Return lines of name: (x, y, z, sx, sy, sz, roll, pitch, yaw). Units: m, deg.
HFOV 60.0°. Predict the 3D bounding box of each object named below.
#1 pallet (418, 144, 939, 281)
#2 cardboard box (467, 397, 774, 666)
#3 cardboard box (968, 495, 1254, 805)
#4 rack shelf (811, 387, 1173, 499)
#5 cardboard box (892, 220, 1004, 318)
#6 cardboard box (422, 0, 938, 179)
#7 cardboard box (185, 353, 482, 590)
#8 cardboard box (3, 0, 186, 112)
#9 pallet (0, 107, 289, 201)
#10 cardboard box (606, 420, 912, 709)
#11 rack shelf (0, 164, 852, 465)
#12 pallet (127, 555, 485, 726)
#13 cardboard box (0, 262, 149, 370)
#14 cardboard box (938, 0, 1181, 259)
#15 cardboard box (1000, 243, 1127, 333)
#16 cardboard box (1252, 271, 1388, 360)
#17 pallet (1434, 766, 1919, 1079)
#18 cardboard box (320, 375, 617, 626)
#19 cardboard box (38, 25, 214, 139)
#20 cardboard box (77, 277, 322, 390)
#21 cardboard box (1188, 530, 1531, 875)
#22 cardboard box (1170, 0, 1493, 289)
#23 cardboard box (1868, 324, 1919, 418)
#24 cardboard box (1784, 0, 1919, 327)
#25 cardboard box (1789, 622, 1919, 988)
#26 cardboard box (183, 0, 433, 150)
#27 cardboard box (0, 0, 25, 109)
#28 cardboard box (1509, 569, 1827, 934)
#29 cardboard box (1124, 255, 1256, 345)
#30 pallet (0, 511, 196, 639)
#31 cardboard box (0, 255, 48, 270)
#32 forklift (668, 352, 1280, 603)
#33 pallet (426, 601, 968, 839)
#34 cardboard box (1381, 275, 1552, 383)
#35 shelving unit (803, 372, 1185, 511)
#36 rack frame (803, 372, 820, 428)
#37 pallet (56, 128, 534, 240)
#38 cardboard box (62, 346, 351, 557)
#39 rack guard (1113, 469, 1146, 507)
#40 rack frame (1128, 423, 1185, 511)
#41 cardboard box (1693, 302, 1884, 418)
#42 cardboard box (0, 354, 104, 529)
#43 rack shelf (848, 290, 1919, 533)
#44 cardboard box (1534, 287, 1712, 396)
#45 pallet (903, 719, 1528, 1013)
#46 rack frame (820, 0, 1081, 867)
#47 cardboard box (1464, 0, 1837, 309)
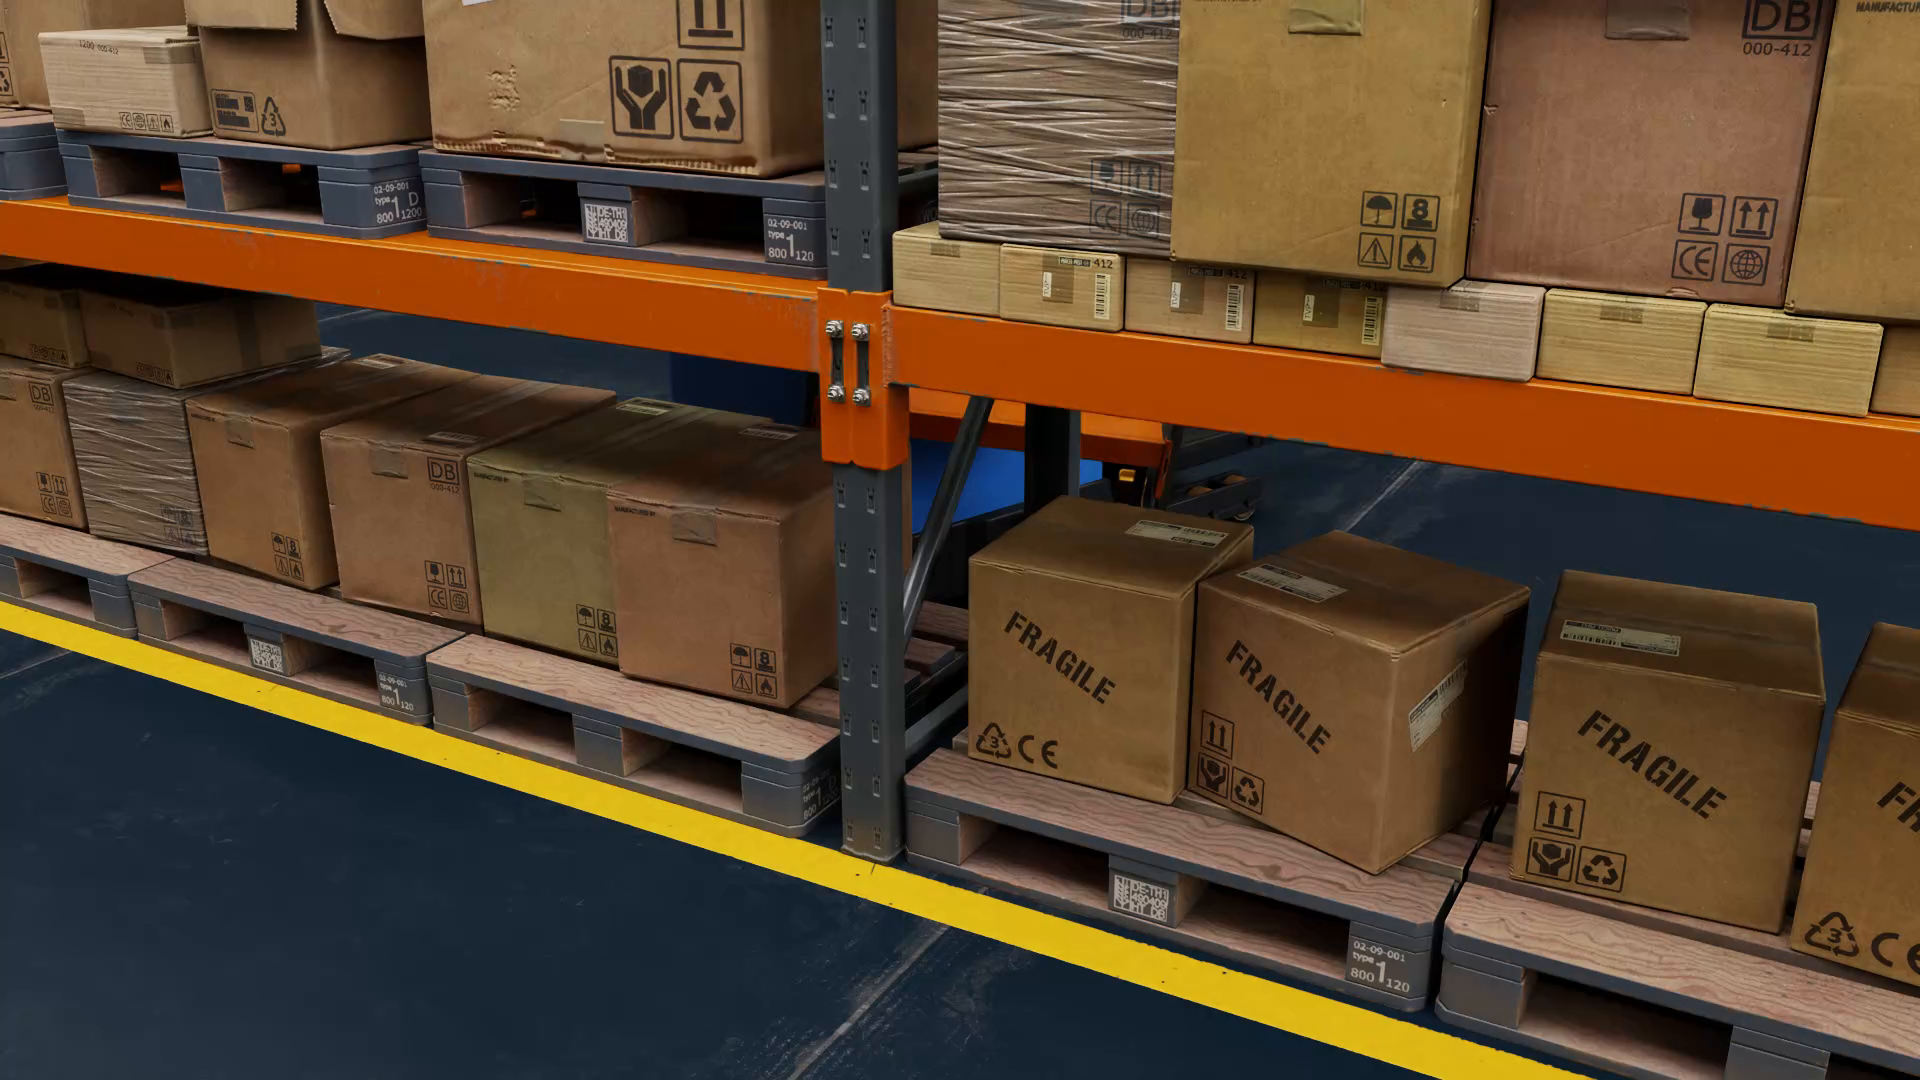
pallet: (-0.574, -0.901, 4.232, 1.213, 0.211, 1.003, 11, 23, 27)
cardboard box: (-0.910, -0.046, 4.614, 0.500, 0.500, 0.700, 11, 22, 27)
cardboard box: (0.352, 0.235, 3.868, 0.500, 0.500, 0.500, 10, 22, 26)
rack shelf: (0.092, -0.391, 4.847, 1.000, 0.185, 0.538, 7, 32, -2)
cardboard box: (0.064, -0.578, 3.427, 0.250, 0.149, 0.380, 11, 23, 27)
cardboard box: (-0.603, -1.474, 4.035, 1.000, 1.000, 1.000, 11, 23, 28)
cardboard box: (-1.886, -0.232, 5.126, 0.500, 0.500, 0.700, 13, 24, 32)
cardboard box: (-2.442, -1.590, 5.086, 0.500, 0.500, 0.700, 15, 25, 35)
pallet: (-2.795, -1.309, 5.357, 1.003, 0.211, 1.213, 11, 23, 27)
cardboard box: (-0.503, 0.039, 4.380, 0.500, 0.500, 0.700, 9, 22, 23)
rack shelf: (-1.723, -0.815, 4.769, 4.000, 0.370, 1.077, 11, 23, 27)
pallet: (-1.727, 0.158, 5.119, 1.213, 0.211, 1.003, 11, 23, 27)
cardboard box: (-2.870, -0.768, 5.504, 0.500, 0.250, 0.500, 12, 23, 29)
cardboard box: (0.385, -0.915, 3.405, 0.500, 0.500, 0.875, 11, 23, 27)
cardboard box: (0.276, -0.532, 3.302, 0.250, 0.149, 0.380, 11, 23, 27)
cardboard box: (0.730, -0.460, 3.103, 0.250, 0.149, 0.380, 11, 23, 27)
pallet: (1.696, 0.794, 3.368, 1.213, 0.211, 1.003, 11, 23, 27)
cardboard box: (-1.399, -0.139, 4.870, 0.500, 0.500, 0.700, 9, 22, 23)
cardboard box: (-2.118, -1.266, 4.560, 0.500, 0.250, 0.500, 10, 22, 26)
cardboard box: (-2.402, -0.683, 5.269, 0.500, 0.250, 0.500, 14, 24, 33)
cardboard box: (0.856, 0.328, 3.612, 0.500, 0.500, 0.500, -17, 26, -39)
cardboard box: (0.805, -0.821, 3.147, 0.500, 0.500, 0.875, 11, 23, 27)
cardboard box: (1.620, -0.304, 2.673, 0.250, 0.149, 0.380, 11, 23, 27)
cardboard box: (1.707, -0.672, 2.737, 0.500, 0.500, 0.875, 11, 23, 27)
cardboard box: (1.902, 0.514, 3.099, 0.500, 0.500, 0.500, 13, 24, 32)
cardboard box: (-1.536, -1.328, 4.359, 0.637, 0.503, 0.797, 13, 24, 33)
cardboard box: (-2.978, -1.653, 5.260, 0.500, 0.500, 0.500, 8, 21, 21)
cardboard box: (1.437, 0.408, 3.391, 0.500, 0.500, 0.500, 9, 22, 23)
cardboard box: (0.507, -0.499, 3.210, 0.250, 0.149, 0.380, 11, 23, 27)
pallet: (-2.788, -0.045, 5.679, 1.213, 0.211, 1.003, 11, 23, 27)
cardboard box: (-4.062, -0.806, 6.188, 0.875, 0.875, 1.225, 10, 22, 25)
forklift: (0.468, -1.521, 5.759, 3.031, 2.935, 1.130, -17, 26, -39)
pallet: (-0.658, 0.361, 4.561, 1.213, 0.211, 1.003, 11, 23, 27)
cardboard box: (0.929, -0.406, 2.955, 0.250, 0.149, 0.380, 11, 23, 27)
shelving unit: (0.105, -0.543, 4.751, 1.083, 1.500, 0.587, 7, 32, -2)
rack frame: (-0.390, -0.603, 4.730, 0.032, 1.500, 0.500, 7, 32, -2)
pallet: (-1.721, -1.079, 4.722, 1.213, 0.211, 1.003, 11, 23, 27)
cardboard box: (-2.384, -0.324, 5.380, 0.500, 0.500, 0.700, 9, 22, 23)
rack guard: (0.521, 0.040, 5.106, 0.087, 0.250, 0.587, 7, 32, -2)
rack frame: (0.618, -0.480, 4.772, 0.032, 1.500, 0.500, 7, 32, -2)
cardboard box: (1.380, -0.332, 2.750, 0.250, 0.149, 0.380, 11, 23, 27)
cardboard box: (-2.875, -0.412, 5.624, 0.500, 0.500, 0.700, 10, 22, 24)
rack shelf: (1.769, -0.150, 2.935, 4.000, 0.370, 1.077, 11, 23, 27)
cardboard box: (1.167, -0.377, 2.874, 0.250, 0.149, 0.380, 11, 23, 27)
pallet: (0.626, 0.591, 3.926, 1.213, 0.211, 1.003, 11, 23, 27)
rack frame: (0.023, -0.821, 3.730, 0.127, 3.000, 1.000, 11, 23, 27)
cardboard box: (1.290, -0.768, 3.000, 0.500, 0.500, 0.875, 11, 23, 27)
